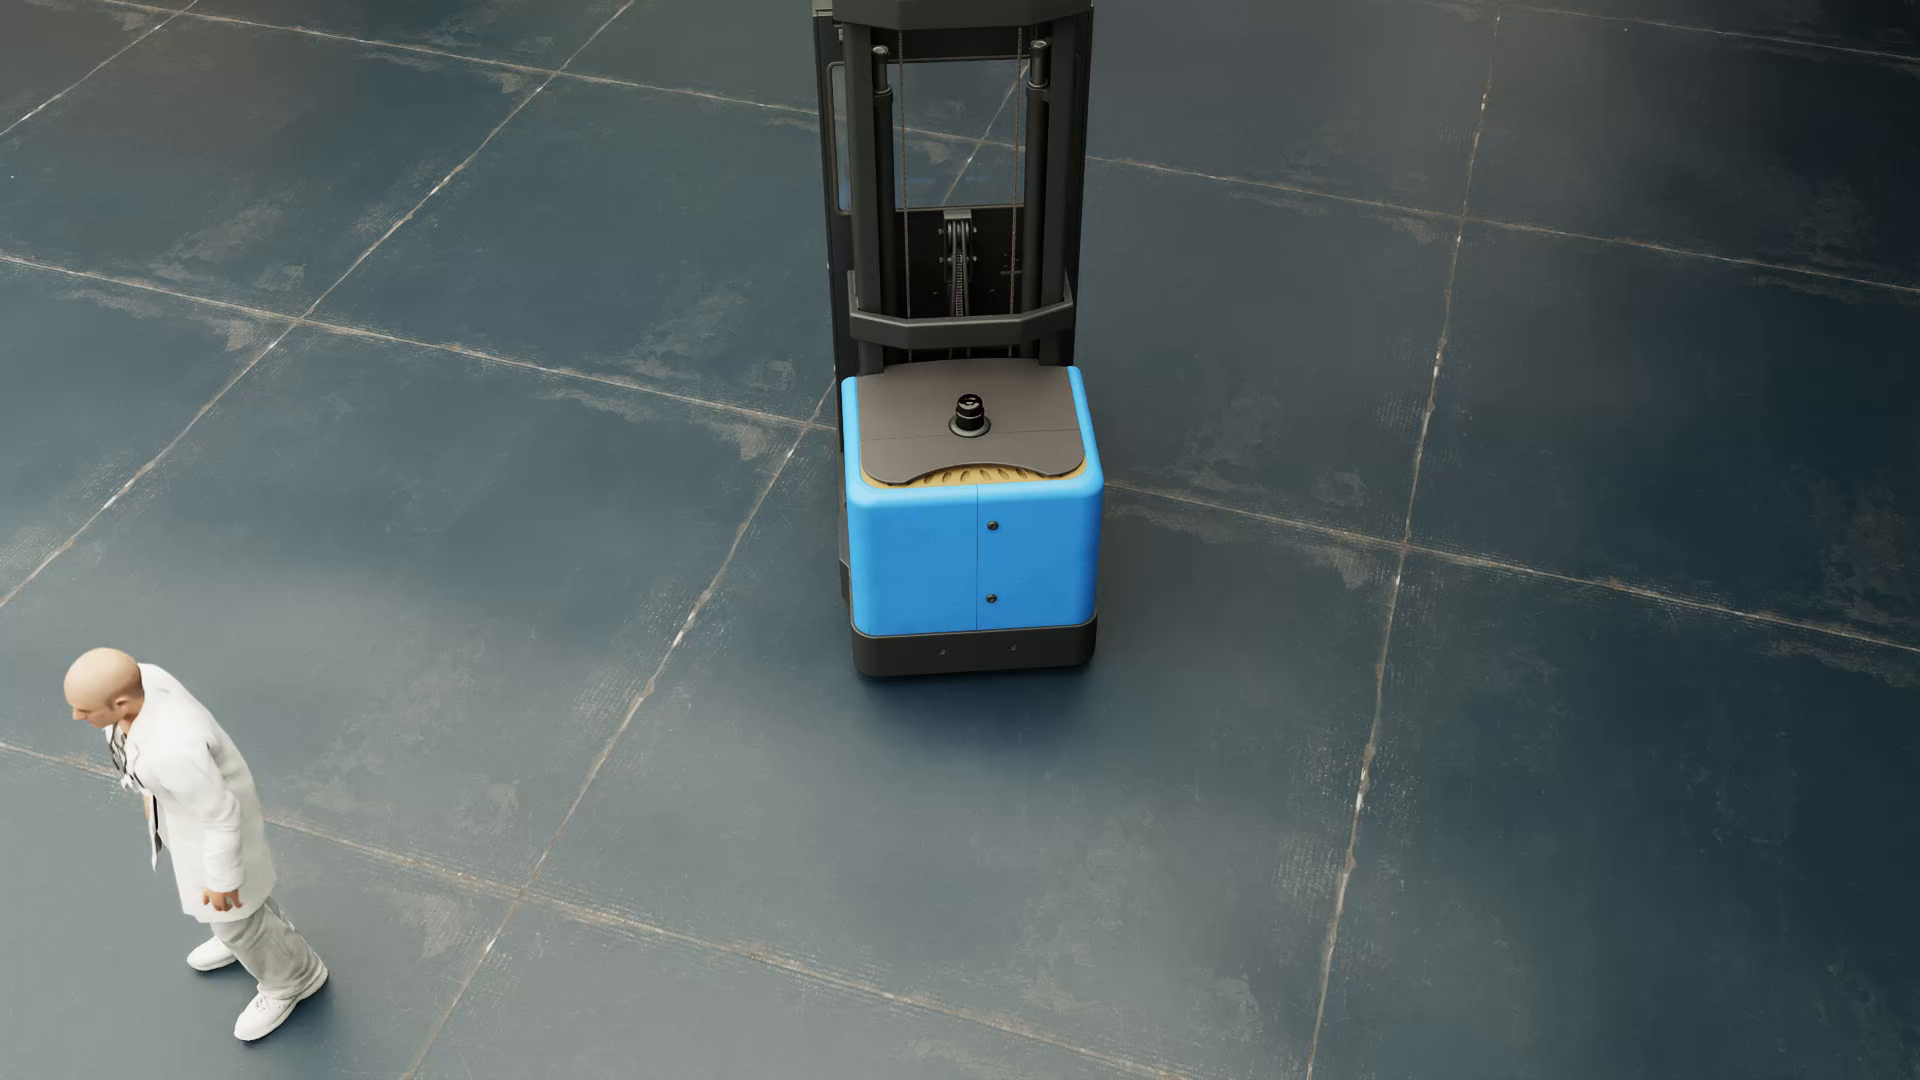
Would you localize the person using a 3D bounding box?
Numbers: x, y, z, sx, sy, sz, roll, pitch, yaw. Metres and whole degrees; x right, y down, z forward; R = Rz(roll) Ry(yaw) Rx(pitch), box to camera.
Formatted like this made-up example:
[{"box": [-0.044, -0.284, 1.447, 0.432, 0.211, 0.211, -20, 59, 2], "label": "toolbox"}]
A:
[{"box": [-2.518, 0.962, 5.503, 0.421, 1.775, 0.642, -31, 51, -29], "label": "person"}]

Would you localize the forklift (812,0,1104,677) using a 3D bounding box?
[{"box": [-0.048, -1.486, 7.287, 1.130, 2.935, 3.031, -3, 43, -3], "label": "forklift"}]
